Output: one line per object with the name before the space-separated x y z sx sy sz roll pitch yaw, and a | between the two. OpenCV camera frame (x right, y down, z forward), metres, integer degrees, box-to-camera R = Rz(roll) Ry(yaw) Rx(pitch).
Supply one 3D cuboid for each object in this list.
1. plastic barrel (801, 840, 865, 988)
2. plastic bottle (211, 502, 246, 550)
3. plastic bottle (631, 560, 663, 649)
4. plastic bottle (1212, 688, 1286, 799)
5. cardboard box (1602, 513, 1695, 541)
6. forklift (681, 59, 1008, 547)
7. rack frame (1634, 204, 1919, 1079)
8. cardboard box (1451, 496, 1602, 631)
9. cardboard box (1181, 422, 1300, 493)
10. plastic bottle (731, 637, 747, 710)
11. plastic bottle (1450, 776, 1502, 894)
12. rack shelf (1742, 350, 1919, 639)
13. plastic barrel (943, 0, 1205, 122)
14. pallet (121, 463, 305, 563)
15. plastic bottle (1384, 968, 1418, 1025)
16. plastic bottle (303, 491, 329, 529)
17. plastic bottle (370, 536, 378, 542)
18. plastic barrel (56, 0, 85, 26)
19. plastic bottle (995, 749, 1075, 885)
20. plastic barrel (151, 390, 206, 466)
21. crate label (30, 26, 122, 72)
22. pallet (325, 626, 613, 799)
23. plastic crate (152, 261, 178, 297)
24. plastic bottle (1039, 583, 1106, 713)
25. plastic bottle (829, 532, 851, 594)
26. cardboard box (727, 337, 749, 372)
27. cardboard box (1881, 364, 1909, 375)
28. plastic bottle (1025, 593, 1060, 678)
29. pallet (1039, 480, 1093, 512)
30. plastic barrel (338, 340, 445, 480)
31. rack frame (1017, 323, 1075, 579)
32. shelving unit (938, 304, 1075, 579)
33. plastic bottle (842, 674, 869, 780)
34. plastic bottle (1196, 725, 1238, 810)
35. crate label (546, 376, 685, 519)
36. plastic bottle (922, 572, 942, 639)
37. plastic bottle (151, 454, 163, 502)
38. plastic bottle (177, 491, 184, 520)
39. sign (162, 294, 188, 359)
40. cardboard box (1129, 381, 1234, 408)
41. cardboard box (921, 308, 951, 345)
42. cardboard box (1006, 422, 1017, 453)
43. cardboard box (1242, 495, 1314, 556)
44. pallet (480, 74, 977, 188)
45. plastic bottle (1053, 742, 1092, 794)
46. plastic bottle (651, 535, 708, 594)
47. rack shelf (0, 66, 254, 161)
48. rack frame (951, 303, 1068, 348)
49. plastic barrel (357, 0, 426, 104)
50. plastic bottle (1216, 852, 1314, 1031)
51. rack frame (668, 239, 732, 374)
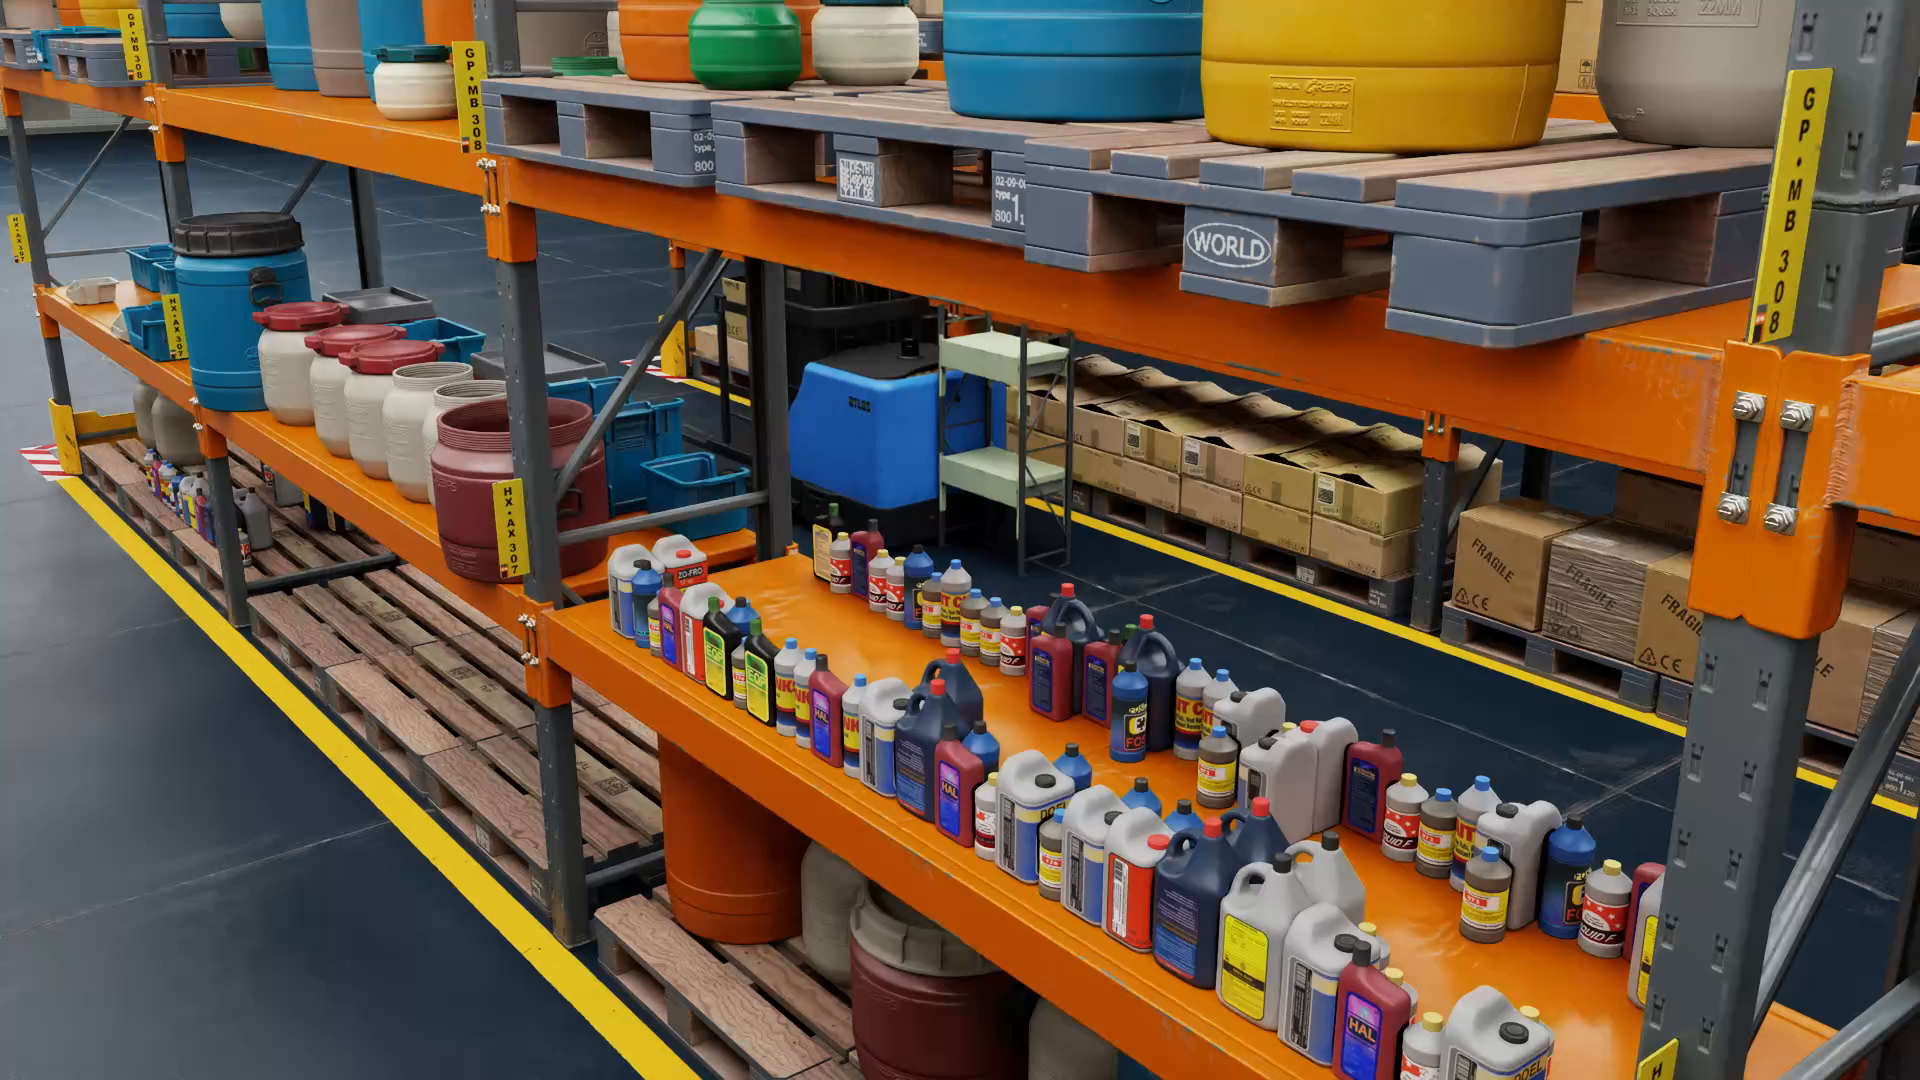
plastic barrel | -0.303 1.152 5.400 0.421 0.512 0.421 0 18 0
plastic bottle | -4.150 -0.108 9.430 0.144 0.351 0.185 -15 23 -38
plastic bottle | -0.975 0.197 5.202 0.097 0.271 0.097 0 18 0
plastic bottle | 0.735 0.503 4.270 0.152 0.276 0.135 -14 23 -36
cardboard box | 3.609 0.128 8.480 0.500 0.500 0.500 -13 22 -34
forklift | -1.017 -1.738 10.947 1.130 2.935 3.031 -15 23 -37
rack frame | 1.443 0.917 2.820 1.000 3.000 0.127 -14 23 -36
cardboard box | 2.903 0.112 8.530 0.500 0.500 0.500 -13 22 -34
cardboard box | 1.687 -0.527 9.996 0.500 0.311 0.500 -14 23 -36
plastic bottle | -0.605 0.377 4.769 0.097 0.201 0.097 0 18 0
plastic bottle | 1.176 0.666 3.784 0.097 0.271 0.097 0 18 0
rack shelf | 2.685 0.328 0.973 1.077 0.370 4.000 -14 23 -36
plastic barrel | 0.263 -1.335 3.384 0.600 0.901 0.708 -14 23 -36
pallet | -4.670 -0.205 10.644 1.003 0.211 1.213 -14 23 -36
plastic bottle | 0.816 0.910 3.159 0.097 0.201 0.097 0 18 0
plastic bottle | -3.813 -0.257 9.881 0.144 0.351 0.185 -14 23 -36
plastic bottle | -3.379 -0.132 9.628 0.097 0.271 0.097 0 18 0
plastic barrel | -5.607 -3.772 10.858 0.600 0.830 0.708 -14 23 -36
plastic bottle | 0.177 0.638 3.862 0.152 0.276 0.135 -14 23 -36
plastic barrel | -5.228 -0.787 11.257 0.421 0.512 0.421 0 18 0
crate label | -5.105 -2.867 9.714 0.502 0.251 0.408 -14 23 -36
pallet | -2.245 0.757 7.742 1.003 0.211 1.213 -14 23 -36
plastic crate | -5.064 -1.743 11.091 0.499 0.251 0.408 -14 23 -36
plastic bottle | 0.321 0.301 4.761 0.144 0.351 0.185 -14 23 -36
plastic bottle | -0.398 0.075 5.682 0.097 0.201 0.097 0 18 0
cardboard box | -1.651 -1.601 14.133 0.500 0.250 0.500 -14 23 -36
cardboard box | 4.183 -0.719 6.933 0.500 0.500 0.700 13 23 35
plastic bottle | 0.254 0.285 4.915 0.061 0.283 0.133 -14 23 -36
pallet | 0.849 -0.522 11.603 1.003 0.211 1.213 -14 23 -36
plastic barrel | -2.378 -0.552 7.043 0.433 0.535 0.433 0 18 0
rack frame | 0.496 -0.526 9.565 0.400 1.500 0.023 -15 23 -37
shelving unit | 0.263 -0.615 9.833 0.431 1.500 0.755 -15 23 -37
plastic bottle | -0.258 0.481 4.342 0.097 0.271 0.097 0 18 0
plastic bottle | 0.649 0.567 4.194 0.097 0.201 0.097 0 18 0
crate label | -1.446 -0.383 6.690 0.502 0.435 0.616 -14 23 -36
plastic bottle | -0.073 0.203 5.293 0.097 0.201 0.097 0 18 0
plastic bottle | -5.000 -0.392 10.396 0.061 0.283 0.133 -14 23 -35
plastic bottle | -4.662 -0.228 10.031 0.097 0.201 0.097 0 18 0
sign | -3.962 -1.081 8.414 0.100 0.325 0.005 -14 23 -36
cardboard box | 1.473 -0.886 11.079 0.500 0.311 0.500 -14 23 -36
cardboard box | -0.400 -1.467 12.534 0.500 0.500 0.500 -14 23 -36
cardboard box | 0.417 -0.766 11.610 0.500 0.250 0.500 -15 23 -37
cardboard box | 2.004 -0.136 9.709 0.500 0.250 0.500 -14 23 -37
pallet | -0.643 -1.195 4.728 1.003 0.211 1.213 -14 23 -36
plastic bottle | 0.263 0.611 3.950 0.097 0.271 0.097 0 18 0
plastic bottle | -0.906 0.131 5.393 0.152 0.276 0.135 -14 23 -36
rack shelf | -4.766 -2.629 9.903 1.077 0.370 4.000 -14 23 -36
rack frame | 0.361 -2.020 11.690 1.000 3.000 0.127 -14 23 -36
plastic barrel | -2.226 -2.310 6.999 0.600 0.901 0.708 -14 23 -36
plastic bottle | 0.616 0.778 3.319 0.144 0.351 0.185 -14 23 -36
rack frame | -2.123 -3.005 14.667 1.000 3.000 0.127 -14 23 -36
